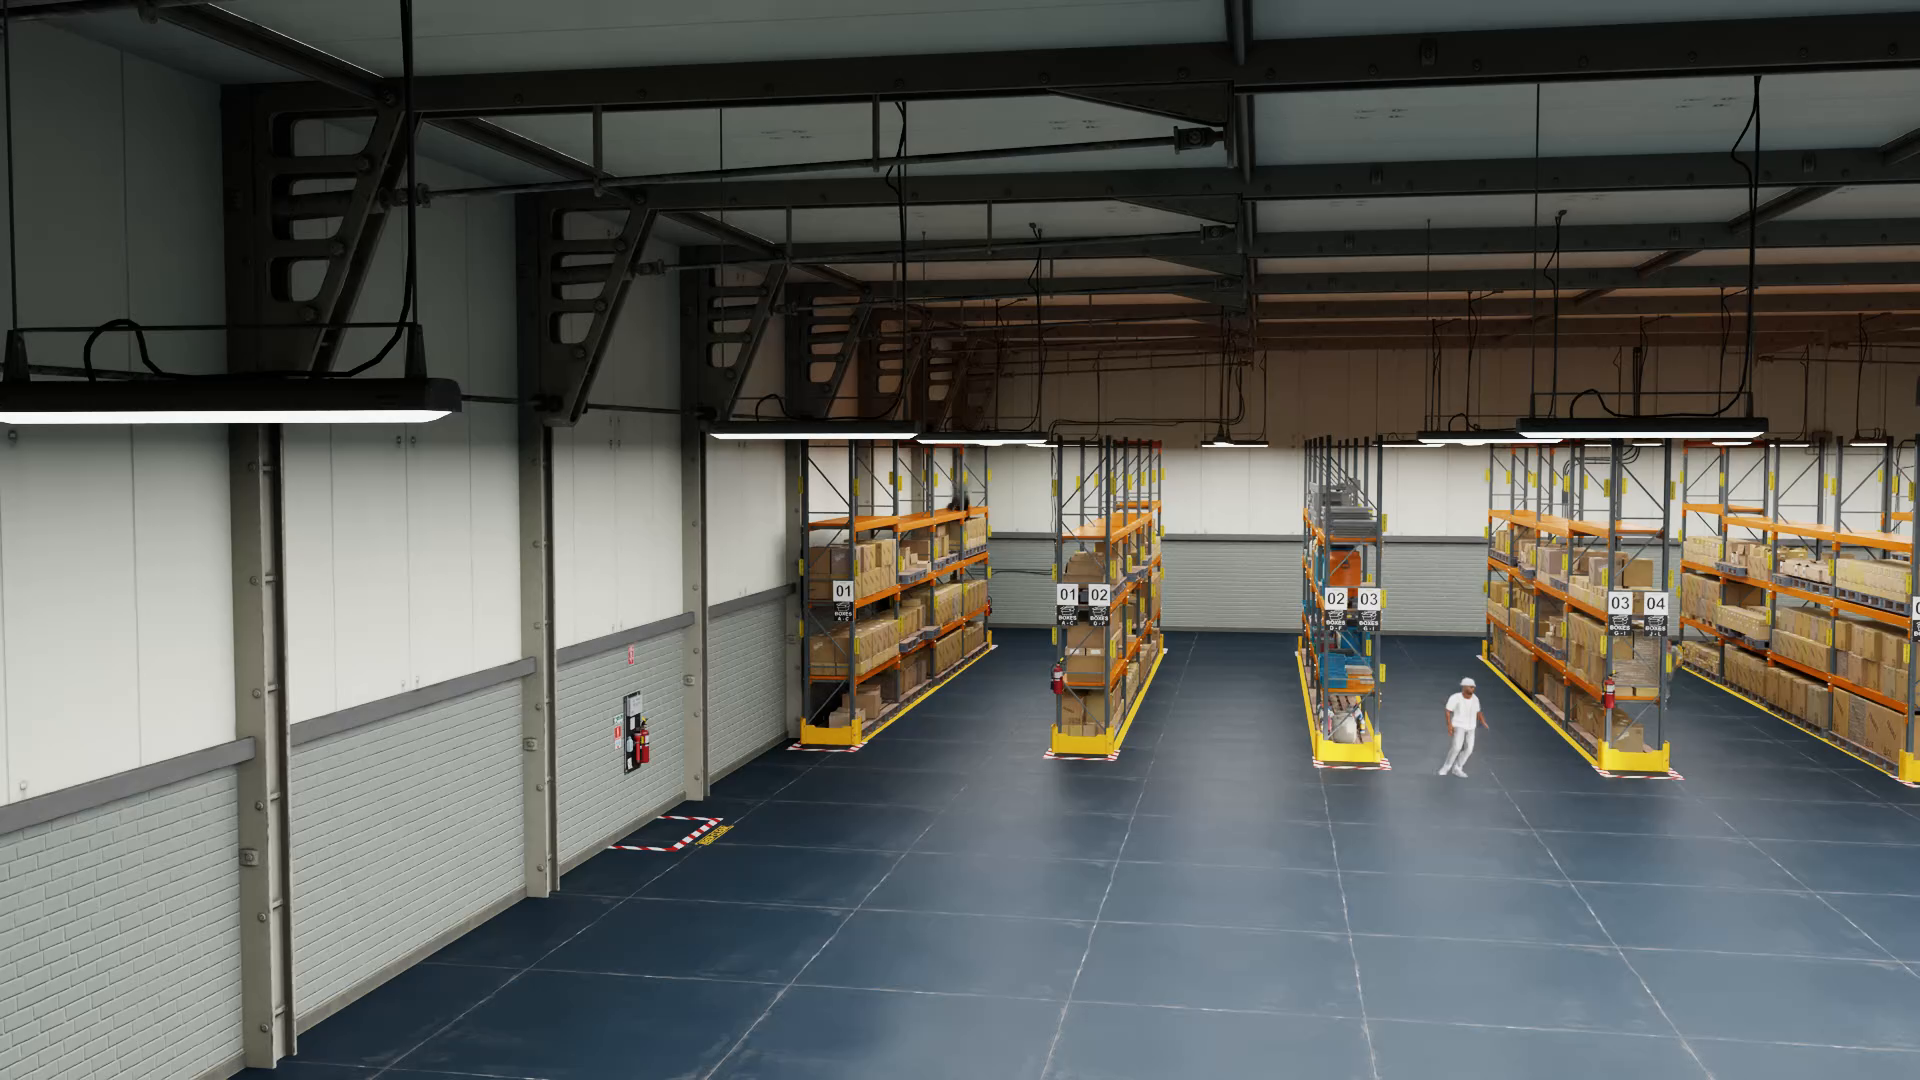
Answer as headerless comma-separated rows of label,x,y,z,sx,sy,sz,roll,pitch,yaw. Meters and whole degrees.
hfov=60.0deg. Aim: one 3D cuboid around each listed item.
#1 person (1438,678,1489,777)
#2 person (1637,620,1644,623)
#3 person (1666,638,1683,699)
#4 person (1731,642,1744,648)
person,8.797,3.291,29.052,0.786,1.752,0.593,-1,3,-24
person,17.756,2.578,43.426,0.625,1.639,0.654,1,3,18
person,16.313,2.946,38.252,0.561,1.429,0.787,1,3,18
person,20.989,2.454,44.920,0.716,1.667,1.011,-1,3,-25
